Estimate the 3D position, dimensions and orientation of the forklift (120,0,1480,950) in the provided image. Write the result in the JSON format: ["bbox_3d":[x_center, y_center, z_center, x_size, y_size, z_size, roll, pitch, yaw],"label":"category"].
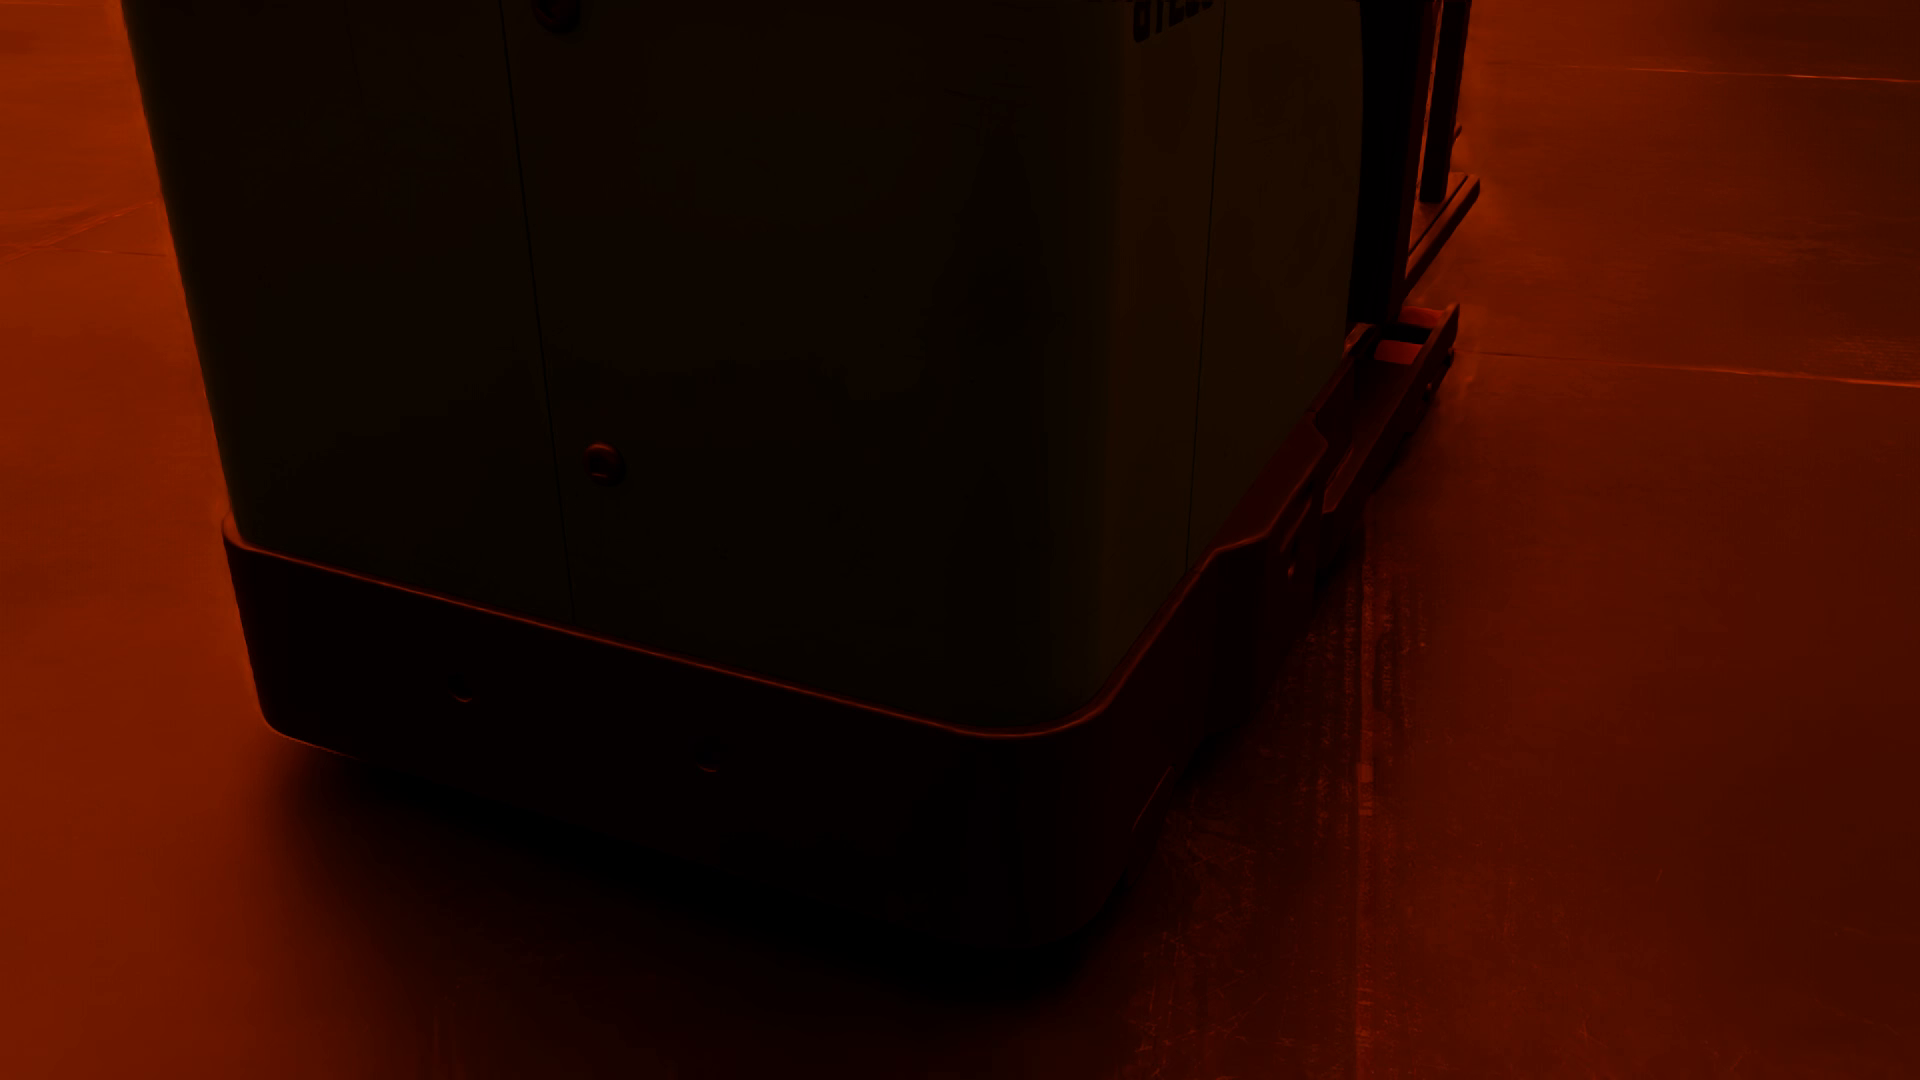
[{"bbox_3d":[0.254,-1.559,2.336,1.130,2.935,3.031,12,29,22],"label":"forklift"}]
